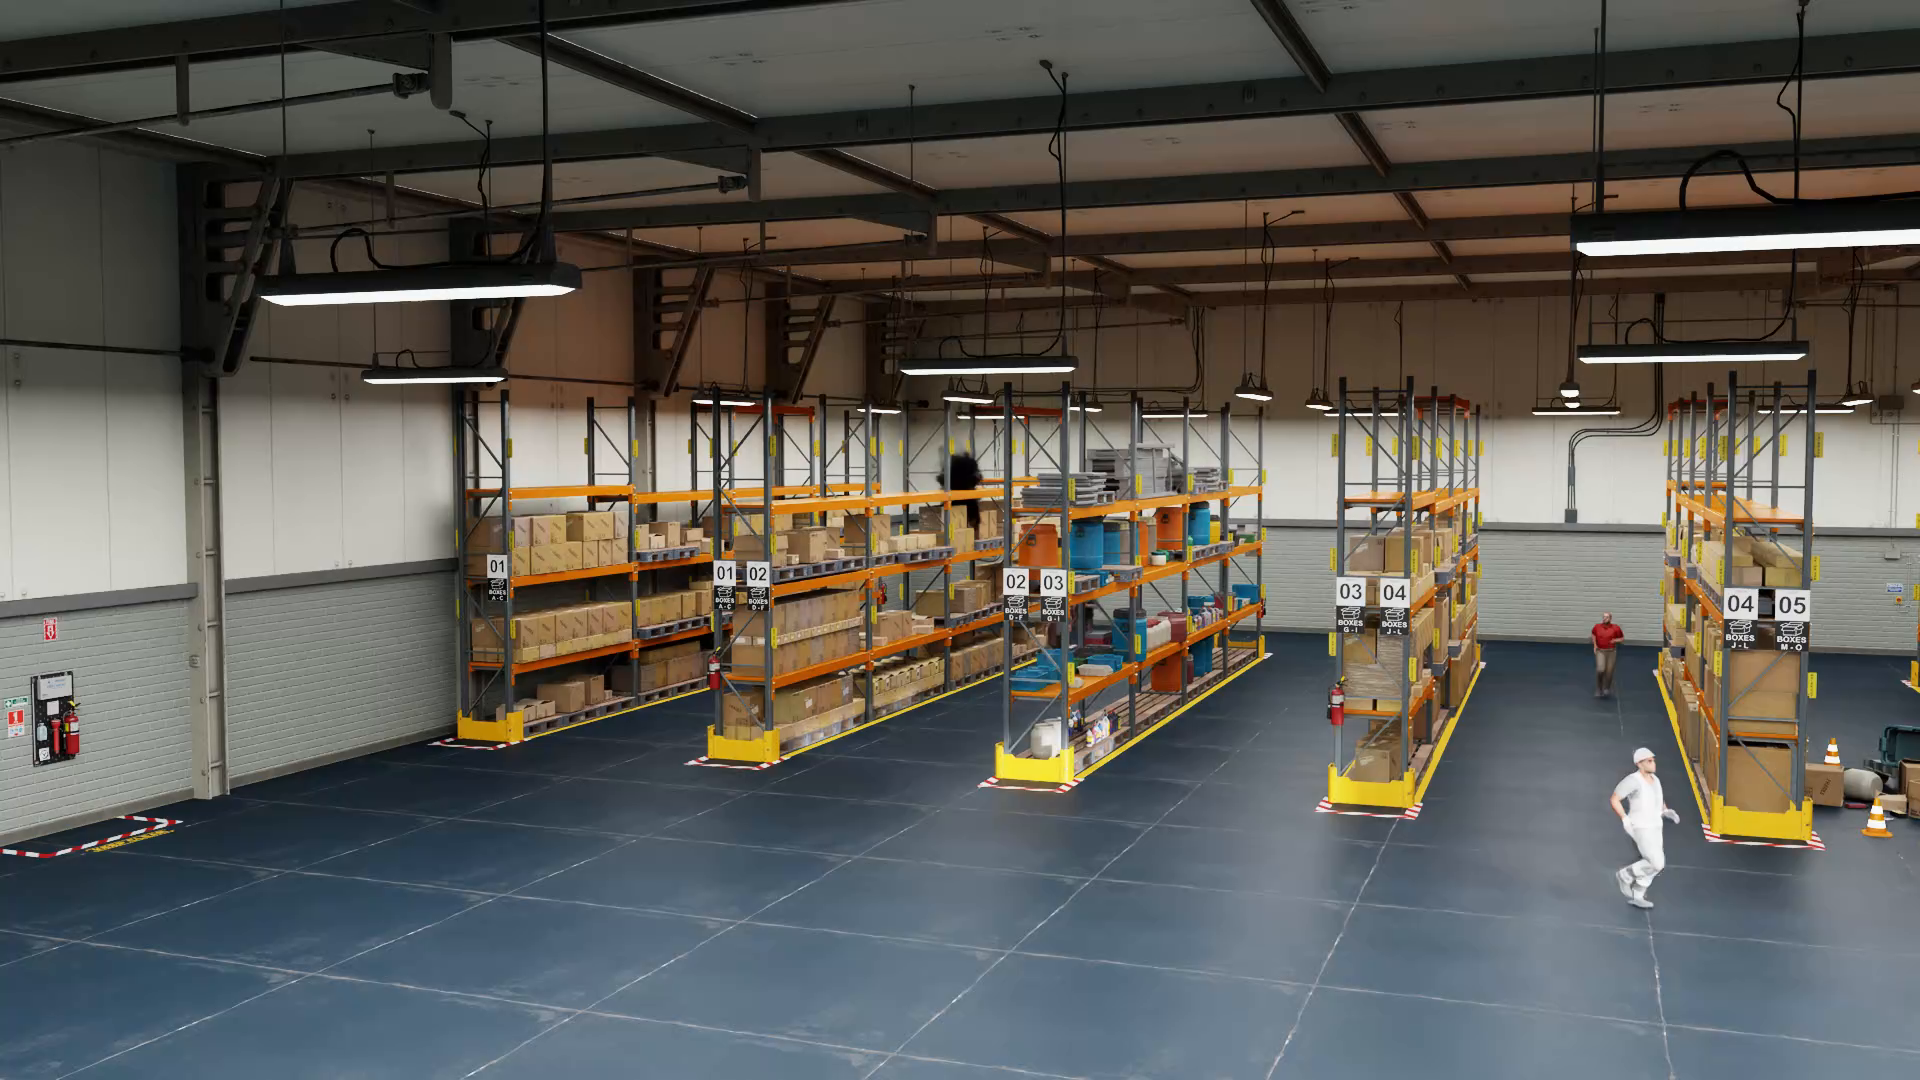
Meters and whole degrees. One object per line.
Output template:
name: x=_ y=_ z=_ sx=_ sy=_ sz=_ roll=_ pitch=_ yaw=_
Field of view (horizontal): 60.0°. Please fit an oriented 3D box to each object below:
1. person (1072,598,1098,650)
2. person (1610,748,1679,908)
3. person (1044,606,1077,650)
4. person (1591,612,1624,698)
person: x=2.774 y=1.795 z=37.214 sx=0.636 sy=1.782 sz=0.796 roll=1 pitch=3 yaw=10
person: x=7.462 y=3.132 z=18.038 sx=0.671 sy=1.739 sz=0.591 roll=-2 pitch=4 yaw=-34
person: x=2.061 y=1.954 z=34.348 sx=0.711 sy=1.754 sz=0.756 roll=0 pitch=3 yaw=7
person: x=12.967 y=2.366 z=33.339 sx=0.627 sy=1.707 sz=0.728 roll=1 pitch=3 yaw=23
